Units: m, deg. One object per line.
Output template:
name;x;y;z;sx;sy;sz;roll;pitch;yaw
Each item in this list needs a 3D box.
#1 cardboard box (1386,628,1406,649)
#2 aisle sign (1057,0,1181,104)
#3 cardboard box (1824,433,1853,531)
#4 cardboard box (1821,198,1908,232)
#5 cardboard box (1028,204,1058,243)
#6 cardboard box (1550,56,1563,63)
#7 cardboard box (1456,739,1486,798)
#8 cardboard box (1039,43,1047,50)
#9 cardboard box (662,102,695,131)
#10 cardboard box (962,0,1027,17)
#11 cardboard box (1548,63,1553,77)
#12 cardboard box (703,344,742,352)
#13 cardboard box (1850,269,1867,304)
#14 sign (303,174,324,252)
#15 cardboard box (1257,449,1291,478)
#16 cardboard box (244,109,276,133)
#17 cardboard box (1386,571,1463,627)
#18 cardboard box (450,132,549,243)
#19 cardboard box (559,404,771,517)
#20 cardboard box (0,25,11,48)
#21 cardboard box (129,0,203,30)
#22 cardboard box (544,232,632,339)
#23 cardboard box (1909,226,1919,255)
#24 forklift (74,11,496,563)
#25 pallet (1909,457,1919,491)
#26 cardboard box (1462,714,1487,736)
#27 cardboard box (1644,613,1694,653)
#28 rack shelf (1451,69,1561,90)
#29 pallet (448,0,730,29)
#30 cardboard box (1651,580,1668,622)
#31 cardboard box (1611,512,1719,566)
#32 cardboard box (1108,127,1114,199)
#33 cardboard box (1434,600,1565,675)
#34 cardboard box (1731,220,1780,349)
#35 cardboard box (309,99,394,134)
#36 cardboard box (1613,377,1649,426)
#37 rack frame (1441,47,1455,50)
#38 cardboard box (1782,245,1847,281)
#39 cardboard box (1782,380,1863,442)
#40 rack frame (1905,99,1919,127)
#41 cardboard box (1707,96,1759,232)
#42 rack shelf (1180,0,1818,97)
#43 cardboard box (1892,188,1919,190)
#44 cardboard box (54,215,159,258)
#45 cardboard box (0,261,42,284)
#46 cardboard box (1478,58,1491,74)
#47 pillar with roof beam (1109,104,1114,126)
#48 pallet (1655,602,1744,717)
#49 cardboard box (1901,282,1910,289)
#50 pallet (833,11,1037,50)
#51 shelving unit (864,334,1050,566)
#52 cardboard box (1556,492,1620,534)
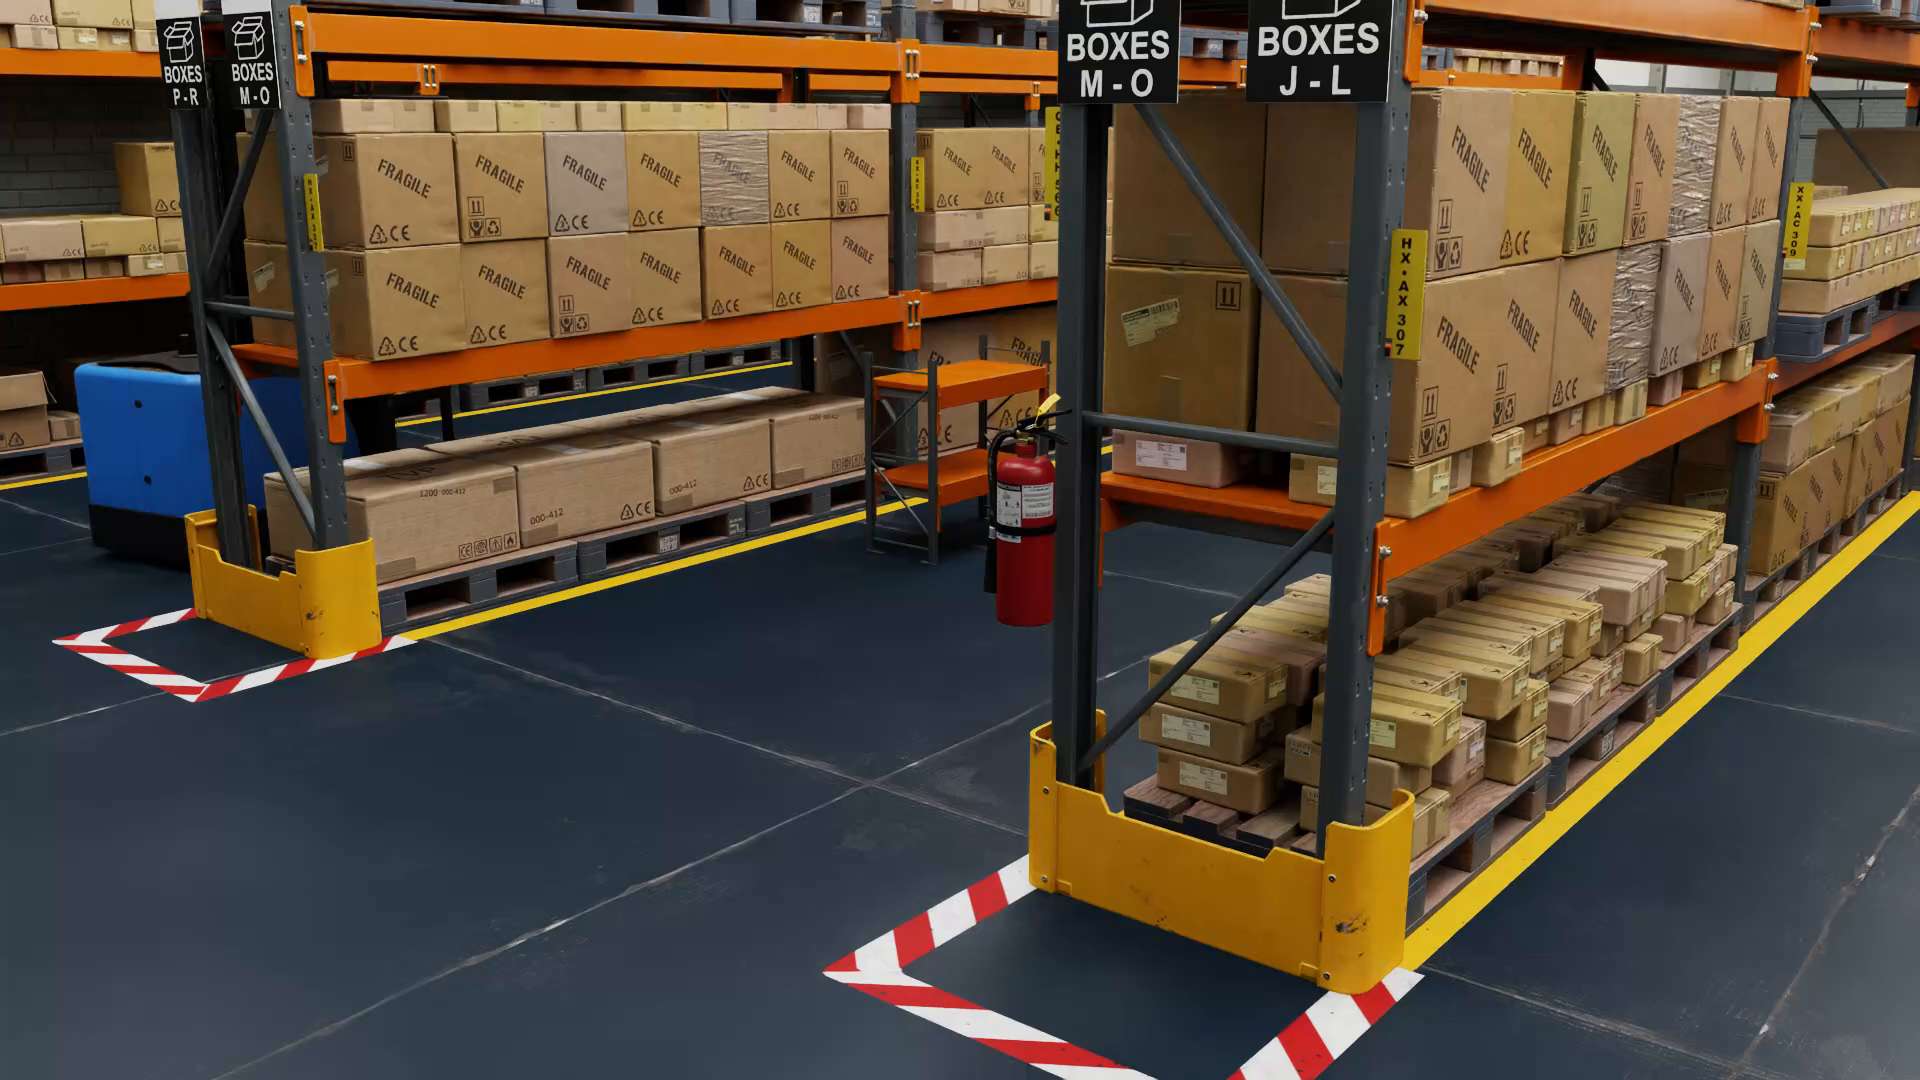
cardboard box;1.458;0.400;6.289;0.380;0.149;0.250;12;18;38
aisle sign;0.429;-1.580;4.471;0.394;0.787;0.004;11;18;38
cardboard box;4.543;-0.350;9.134;0.500;0.500;0.500;12;18;38
cardboard box;4.639;-1.676;8.577;0.380;0.149;0.250;12;19;40
cardboard box;0.448;-2.208;11.510;0.500;0.250;0.500;12;18;38
cardboard box;6.411;-5.390;18.357;0.500;0.250;0.500;11;18;37
cardboard box;1.538;0.728;5.602;0.380;0.149;0.250;12;18;38
cardboard box;0.991;-5.723;19.421;0.380;0.149;0.250;12;18;39
cardboard box;-1.633;-2.255;8.857;0.380;0.149;0.250;11;18;38
cardboard box;0.088;-3.630;10.673;0.500;0.500;0.500;11;18;37
cardboard box;6.308;-5.183;18.350;0.380;0.149;0.250;11;18;38
cardboard box;-2.462;-2.118;16.090;0.500;0.500;0.500;11;18;37
cardboard box;4.157;-1.241;8.074;0.380;0.149;0.250;11;18;38
sign;-2.778;-1.405;7.144;0.100;0.325;0.005;11;18;38
cardboard box;0.878;-0.314;5.277;0.380;0.149;0.250;11;18;37
cardboard box;-3.136;-1.982;7.780;0.380;0.149;0.250;12;18;38
cardboard box;1.699;0.220;6.395;0.380;0.149;0.250;11;18;36
cardboard box;-2.363;-1.715;8.050;0.500;0.500;0.500;11;18;36
cardboard box;-1.732;-0.487;9.799;0.875;0.438;0.875;11;18;36
cardboard box;-6.369;-3.260;10.781;0.380;0.149;0.250;11;18;38
cardboard box;-5.636;-3.669;11.582;0.500;0.250;0.500;11;18;37
cardboard box;-2.051;-1.326;8.548;0.500;0.500;0.500;11;18;37
cardboard box;4.970;-1.633;9.014;0.380;0.149;0.250;12;18;39
forklift;-3.703;-1.598;9.961;1.130;2.935;3.031;7;16;26
pallet;6.290;-0.608;11.586;1.003;0.211;1.213;11;18;38
cardboard box;1.538;0.581;5.576;0.380;0.149;0.250;12;18;38
cardboard box;2.896;0.350;7.092;0.380;0.149;0.250;11;18;36
rack shelf;5.593;-4.821;17.876;1.077;0.370;4.000;11;18;38
pallet;-1.981;-2.824;8.734;1.003;0.211;1.213;11;18;38
cardboard box;2.722;0.230;6.957;0.380;0.149;0.250;11;18;38
cardboard box;3.071;-0.001;7.262;0.380;0.149;0.250;12;18;38
cardboard box;1.067;-2.767;12.187;0.500;0.500;0.500;11;18;38
cardboard box;1.912;0.342;5.912;0.380;0.149;0.250;12;19;40
cardboard box;3.138;-1.110;7.094;0.500;0.500;0.500;11;18;38
cardboard box;-2.767;-1.907;7.487;0.380;0.149;0.250;12;18;39
cardboard box;2.298;-0.531;6.130;0.380;0.149;0.250;12;18;39
rack frame;4.336;-6.240;15.911;1.000;3.000;0.127;11;18;38
cardboard box;3.827;-1.284;7.639;0.380;0.149;0.250;12;18;38
cardboard box;4.548;-0.709;9.024;0.500;0.250;0.500;12;19;40
rack frame;8.250;-2.586;13.710;1.000;3.000;0.127;11;18;38
cardboard box;2.816;-1.499;6.595;0.500;0.500;0.500;11;18;36
rack shelf;1.965;-1.776;5.891;1.077;0.370;4.000;11;18;38
cardboard box;5.784;-2.025;9.952;0.380;0.149;0.250;10;18;35
cardboard box;-5.942;-2.113;11.548;0.500;0.250;0.500;11;18;36
cardboard box;-6.387;-1.812;11.175;0.380;0.149;0.250;11;18;37
cardboard box;5.189;-4.834;16.978;0.380;0.149;0.250;12;19;39
pillar with roof beam;5.197;-7.114;19.349;9.100;9.000;0.400;11;18;38
pallet;2.827;0.432;7.495;1.003;0.211;1.213;11;18;38
cardboard box;6.228;-1.913;10.856;0.500;0.500;0.500;12;18;38
pallet;-0.154;-3.345;10.994;0.805;0.209;1.217;10;18;35
shelving unit;-0.004;-0.544;9.479;0.538;1.125;1.048;11;18;38
cardboard box;2.844;-0.130;7.772;0.380;0.149;0.250;12;19;40
